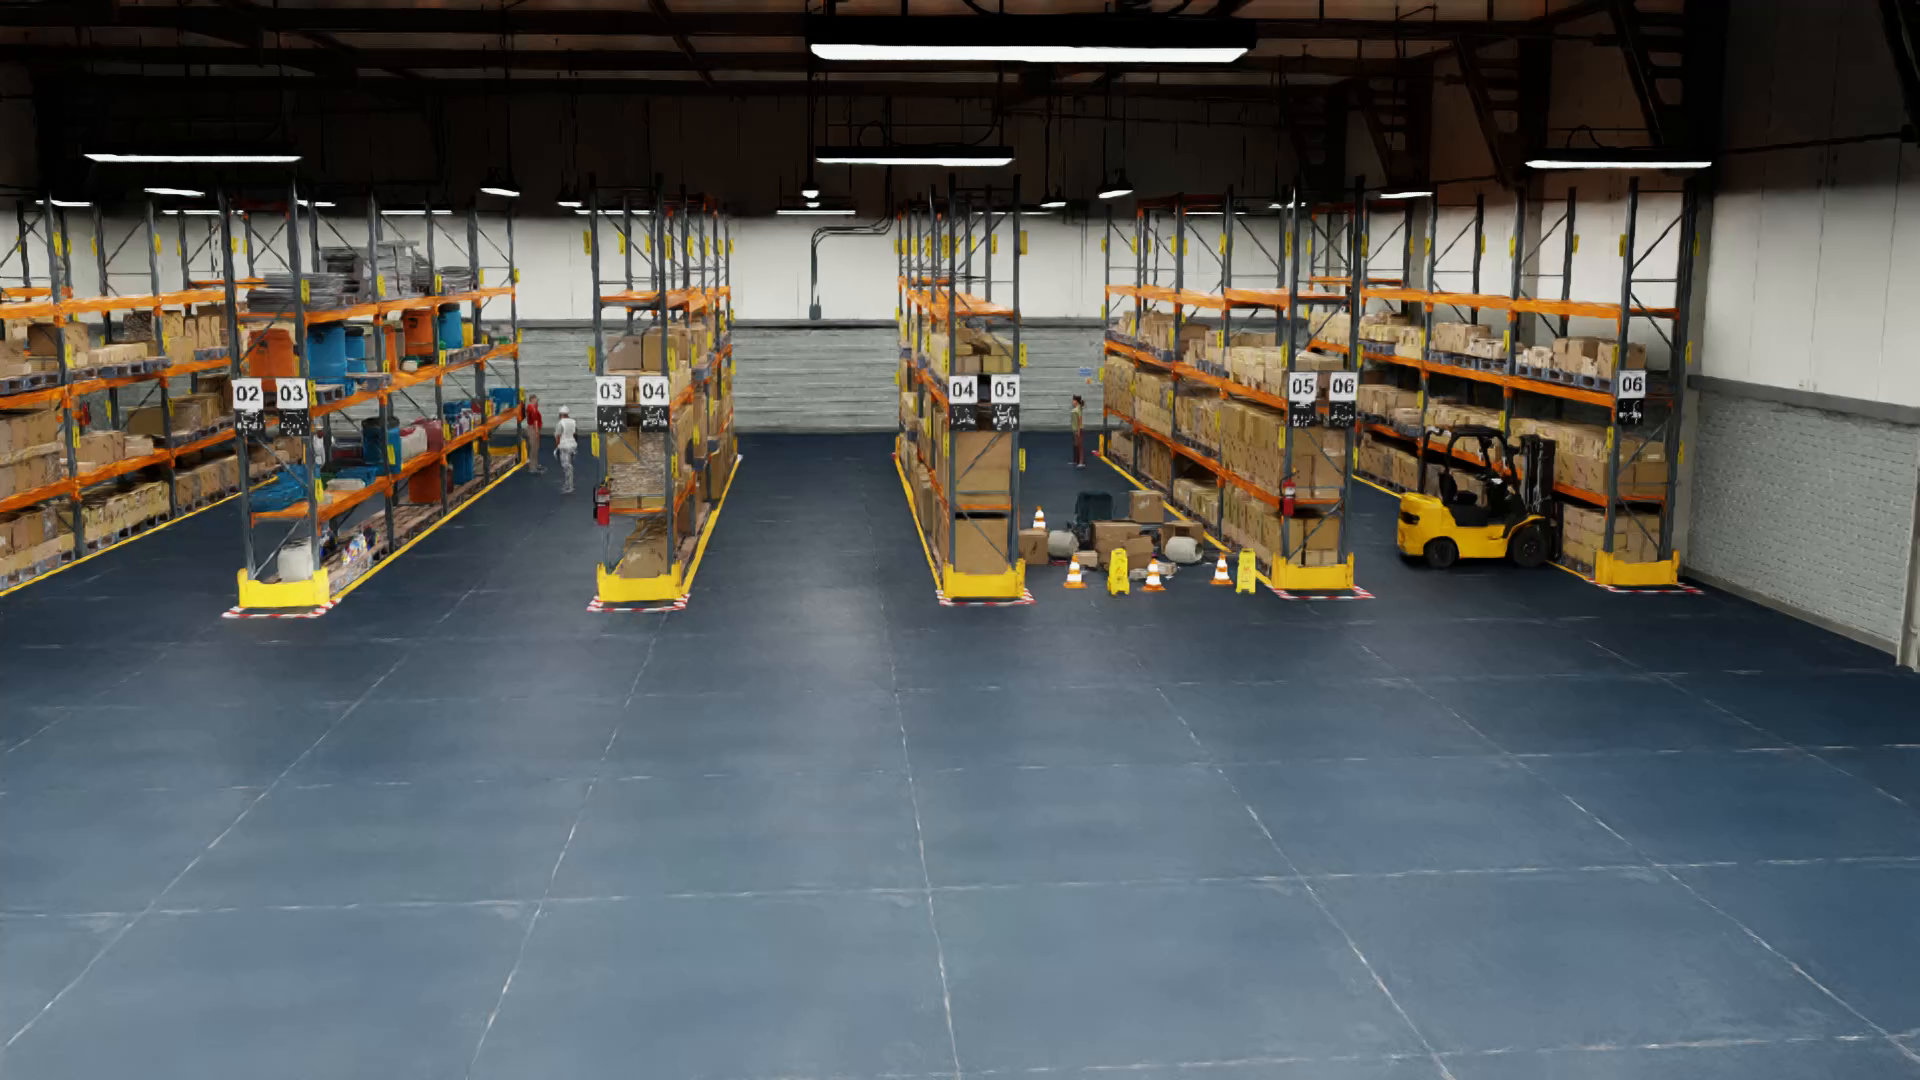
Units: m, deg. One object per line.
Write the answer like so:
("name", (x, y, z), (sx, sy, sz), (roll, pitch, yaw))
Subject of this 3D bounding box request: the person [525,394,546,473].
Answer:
("person", (-9.488, -2.398, 37.220), (0.476, 1.738, 0.625), (-5, 11, -27))

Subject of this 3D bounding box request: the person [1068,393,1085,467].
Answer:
("person", (2.684, -2.518, 38.077), (0.391, 1.674, 0.572), (0, 10, 0))

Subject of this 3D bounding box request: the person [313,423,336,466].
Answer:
("person", (-12.478, -1.510, 32.611), (0.592, 1.629, 0.532), (-1, 10, -7))

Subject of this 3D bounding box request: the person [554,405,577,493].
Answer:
("person", (-8.114, -1.884, 34.157), (0.577, 1.783, 0.662), (4, 11, 22))
